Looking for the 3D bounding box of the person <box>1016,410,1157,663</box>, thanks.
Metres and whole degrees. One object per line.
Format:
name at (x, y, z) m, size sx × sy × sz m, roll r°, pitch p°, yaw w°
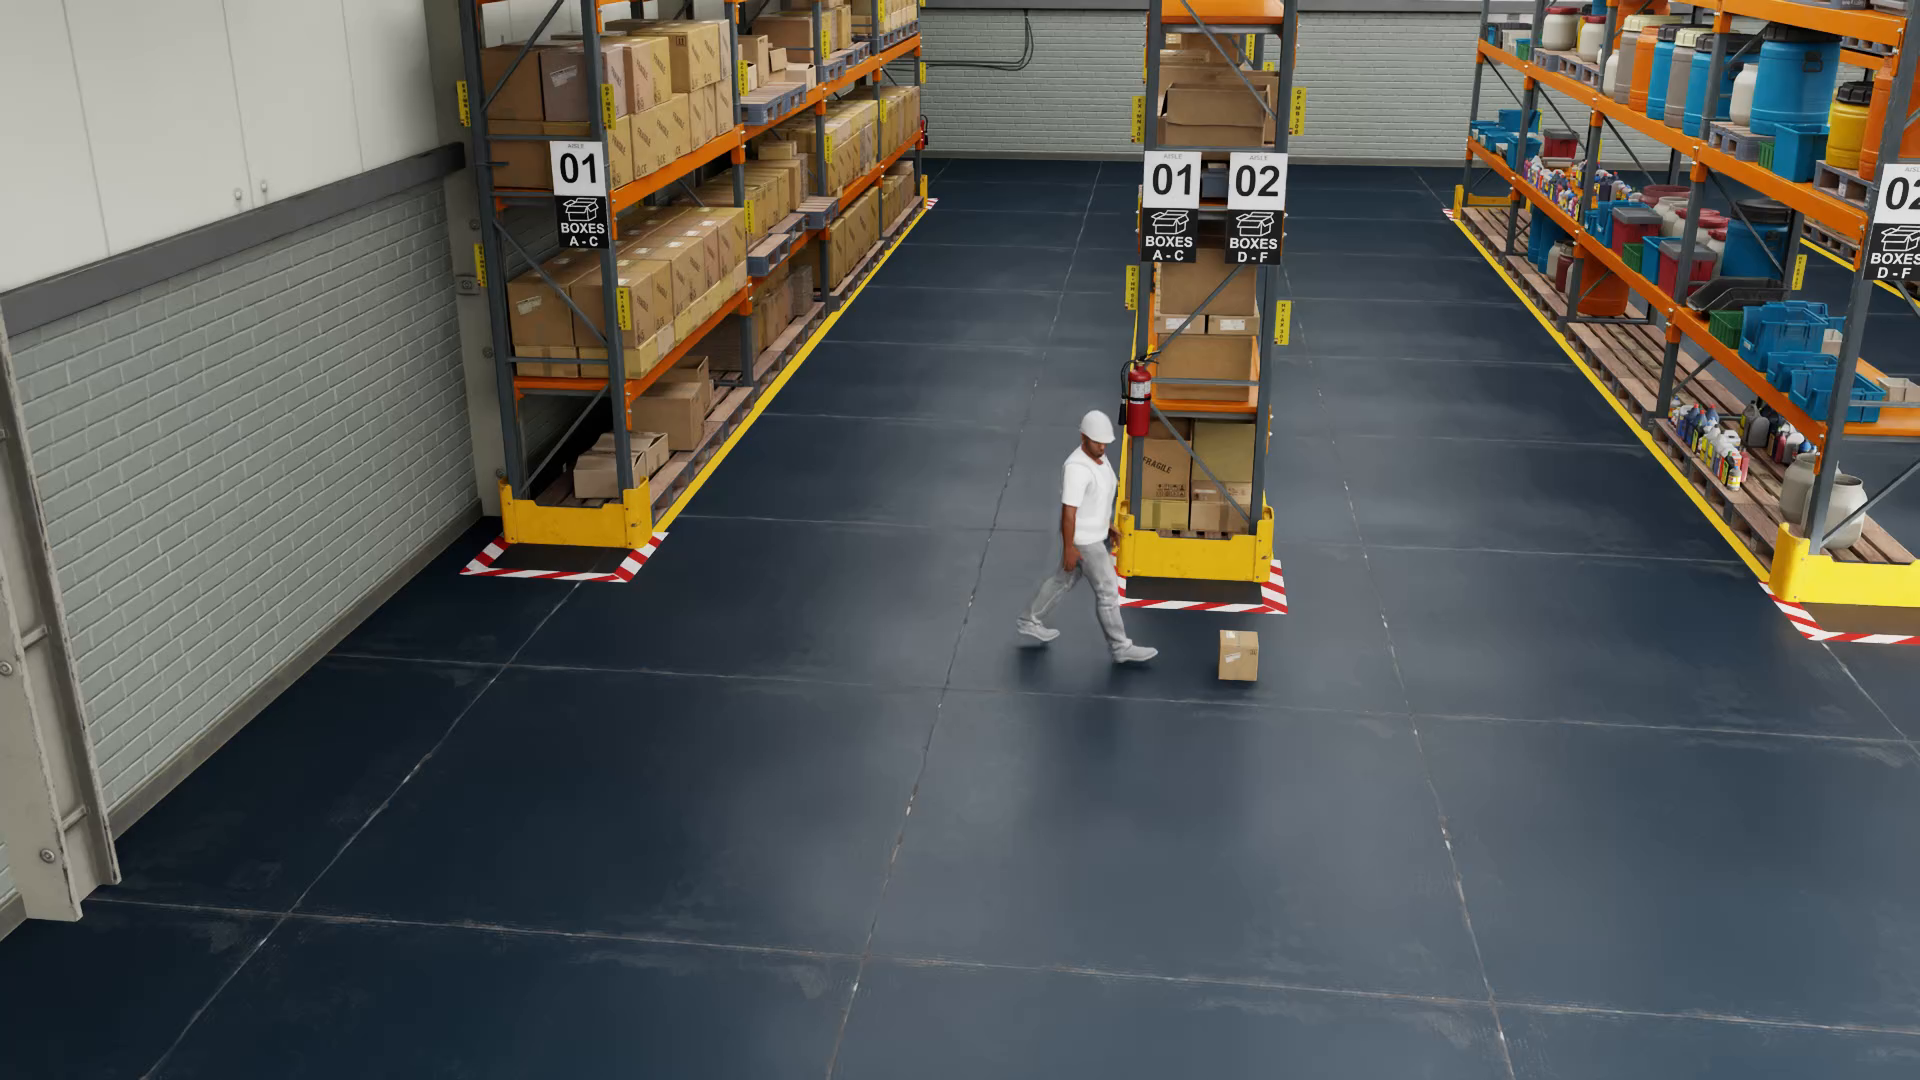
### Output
person at (0.870, -0.039, 11.164) m, size 0.999 × 1.740 × 0.584 m, roll 4°, pitch 21°, yaw 11°
